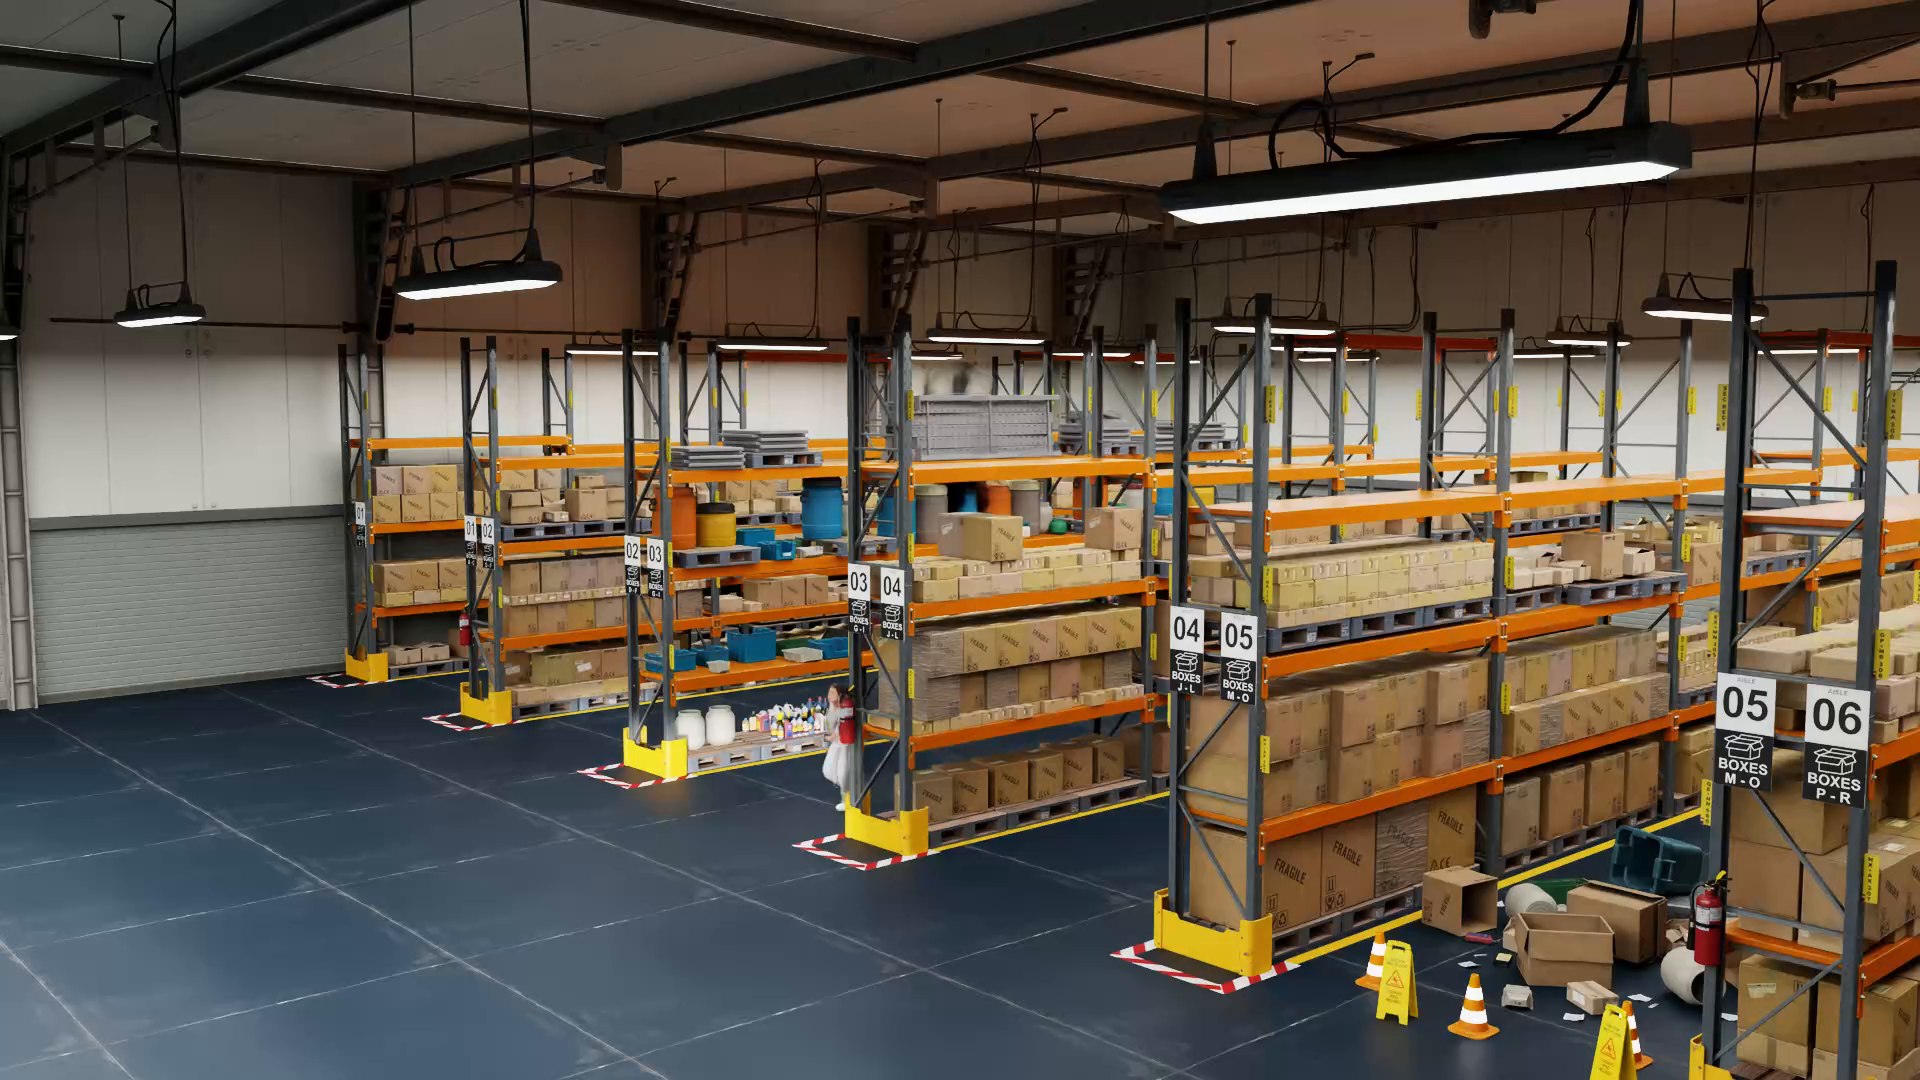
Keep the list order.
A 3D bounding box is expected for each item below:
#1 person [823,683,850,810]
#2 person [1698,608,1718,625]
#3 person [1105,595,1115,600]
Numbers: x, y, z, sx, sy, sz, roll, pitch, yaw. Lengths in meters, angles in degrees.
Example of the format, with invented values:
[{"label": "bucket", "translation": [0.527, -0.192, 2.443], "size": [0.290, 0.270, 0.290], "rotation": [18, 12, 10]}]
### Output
[{"label": "person", "translation": [-1.451, 2.533, 20.407], "size": [0.540, 1.608, 0.605], "rotation": [4, 7, 40]}, {"label": "person", "translation": [12.728, 1.910, 27.964], "size": [0.615, 1.595, 0.895], "rotation": [4, 6, 35]}, {"label": "person", "translation": [3.095, 1.406, 32.637], "size": [0.597, 1.705, 0.854], "rotation": [4, 7, 38]}]
